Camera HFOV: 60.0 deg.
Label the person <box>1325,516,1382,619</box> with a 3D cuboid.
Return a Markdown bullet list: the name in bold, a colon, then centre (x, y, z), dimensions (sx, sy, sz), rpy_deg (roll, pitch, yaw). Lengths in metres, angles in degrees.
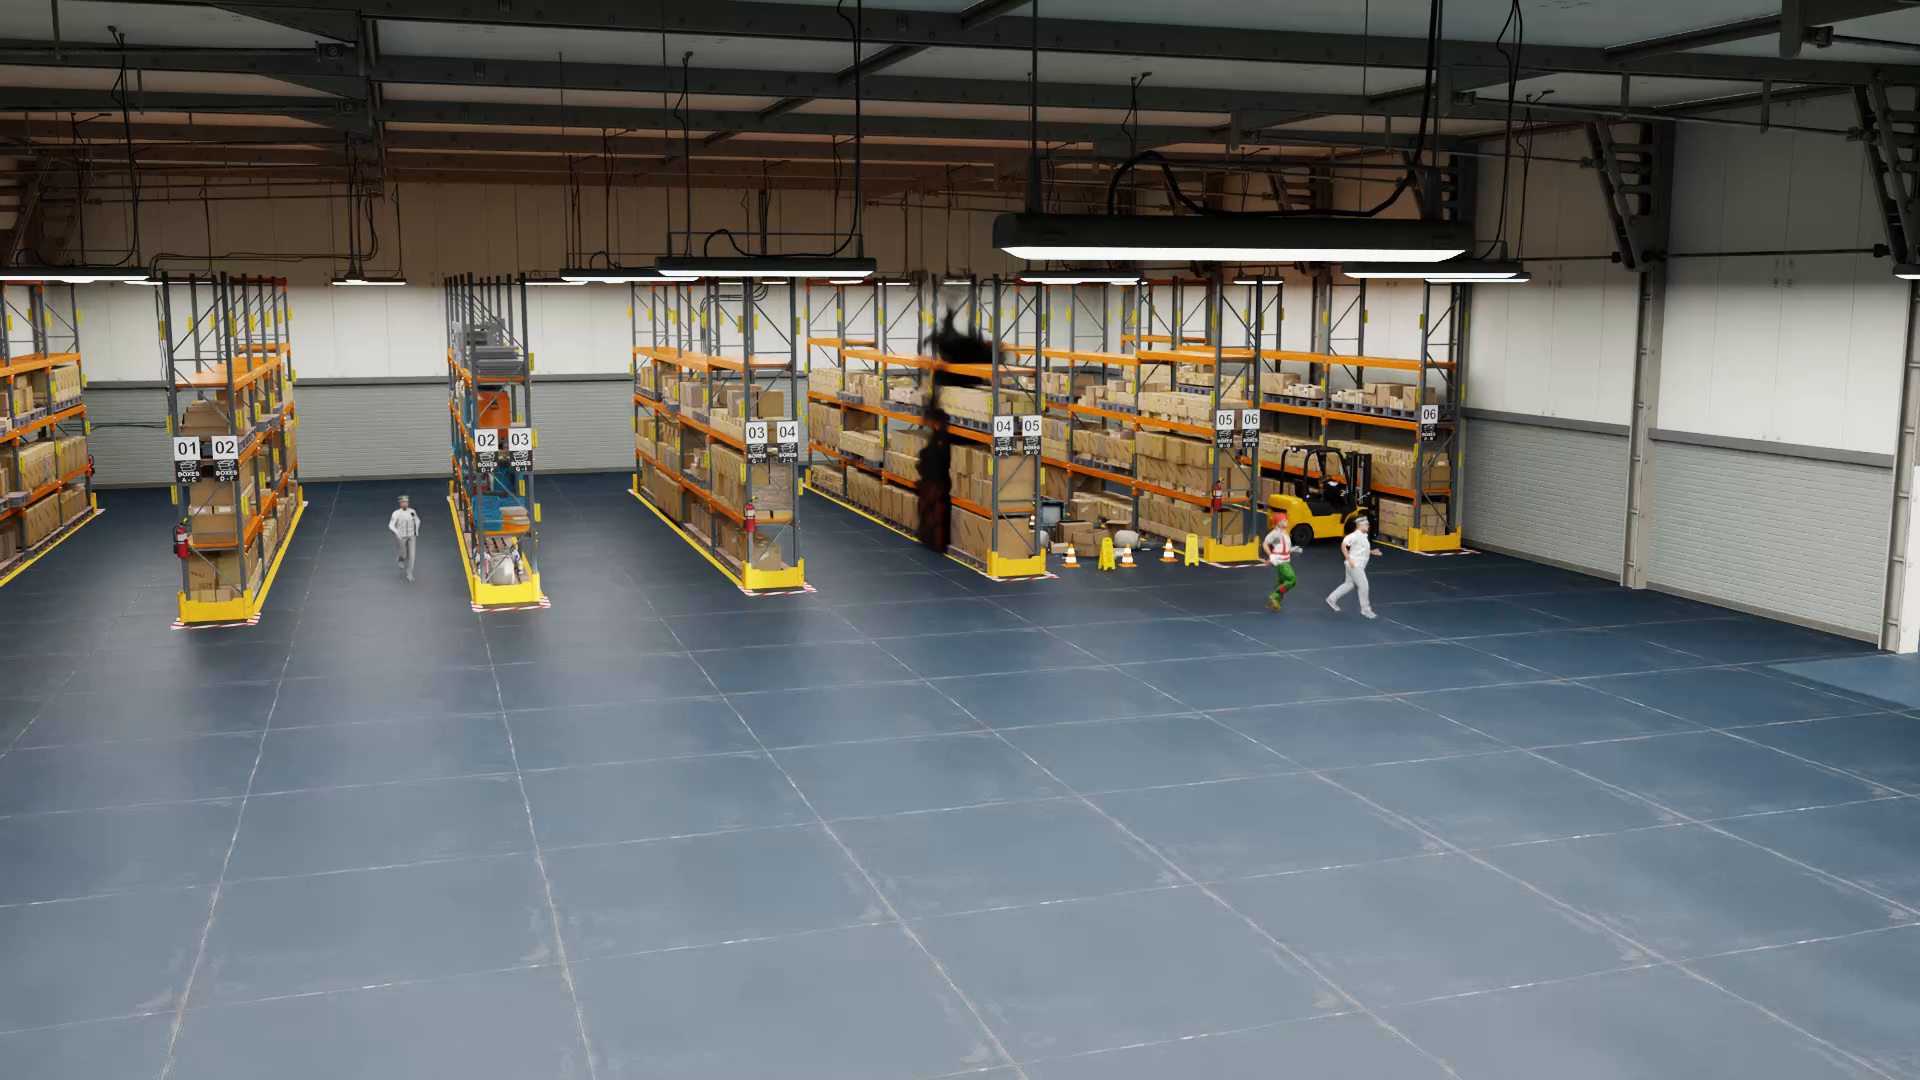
- **person**: centre (6.912, 0.465, 29.210), dimensions (0.967, 1.792, 0.612), rpy_deg (3, 9, 21)

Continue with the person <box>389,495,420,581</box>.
- **person**: centre (-11.020, -0.064, 33.079), dimensions (0.617, 1.682, 0.747), rpy_deg (-5, 10, -31)

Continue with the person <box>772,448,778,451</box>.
- **person**: centre (-5.257, -2.139, 46.916), dimensions (0.647, 1.702, 0.788), rpy_deg (-2, 9, -14)

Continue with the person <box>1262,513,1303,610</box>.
- **person**: centre (5.757, 0.393, 29.564), dimensions (0.640, 1.742, 0.651), rpy_deg (4, 9, 25)
